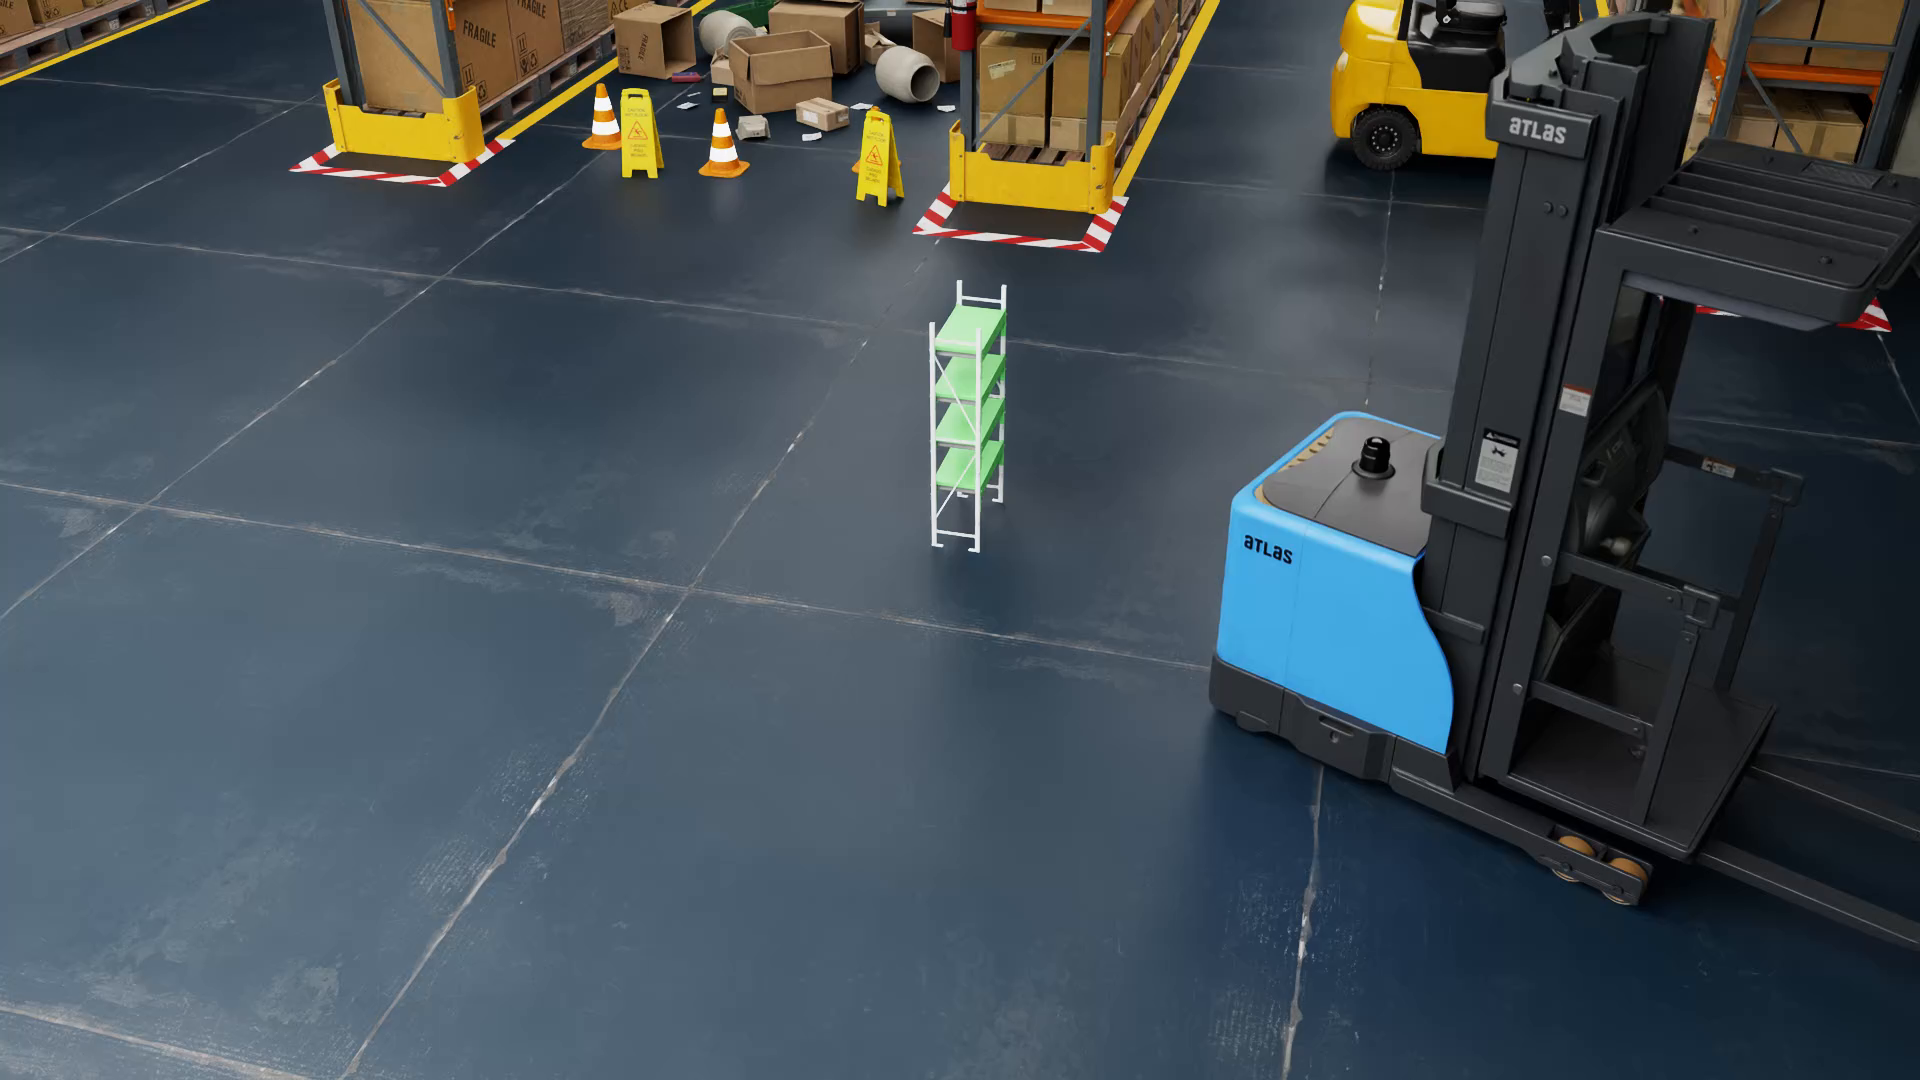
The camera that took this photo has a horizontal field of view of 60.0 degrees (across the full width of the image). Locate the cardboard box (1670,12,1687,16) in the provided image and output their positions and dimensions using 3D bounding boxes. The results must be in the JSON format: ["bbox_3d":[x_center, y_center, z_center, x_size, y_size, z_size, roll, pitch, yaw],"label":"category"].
[{"bbox_3d":[5.637,-3.833,12.723,0.500,0.250,0.500,9,34,14],"label":"cardboard box"}]

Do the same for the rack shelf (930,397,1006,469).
[{"bbox_3d":[0.042,-0.538,8.098,0.258,0.148,0.480,8,33,12],"label":"rack shelf"}]

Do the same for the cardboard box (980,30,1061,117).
[{"bbox_3d":[0.452,-3.509,12.447,0.500,0.500,0.500,8,33,13],"label":"cardboard box"}]

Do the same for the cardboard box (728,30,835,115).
[{"bbox_3d":[-1.503,-3.927,13.959,0.797,0.503,0.637,-14,35,-21],"label":"cardboard box"}]

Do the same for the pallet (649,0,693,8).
[{"bbox_3d":[-3.175,-5.656,16.950,1.003,0.211,1.213,8,33,12],"label":"pallet"}]

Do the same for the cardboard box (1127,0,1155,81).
[{"bbox_3d":[1.242,-3.982,13.191,0.500,0.500,0.500,9,33,13],"label":"cardboard box"}]

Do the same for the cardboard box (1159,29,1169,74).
[{"bbox_3d":[1.500,-4.196,14.226,0.500,0.250,0.500,7,33,11],"label":"cardboard box"}]

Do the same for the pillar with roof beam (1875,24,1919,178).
[{"bbox_3d":[2.187,-6.407,9.941,9.100,9.000,0.400,8,33,12],"label":"pillar with roof beam"}]

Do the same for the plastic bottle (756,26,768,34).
[{"bbox_3d":[-1.908,-4.833,15.795,0.133,0.061,0.283,-8,33,-13],"label":"plastic bottle"}]

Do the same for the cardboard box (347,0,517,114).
[{"bbox_3d":[-4.205,-3.988,13.316,0.875,0.875,0.875,8,33,13],"label":"cardboard box"}]

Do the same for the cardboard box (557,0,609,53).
[{"bbox_3d":[-3.750,-4.917,14.778,0.875,0.875,0.875,8,33,13],"label":"cardboard box"}]

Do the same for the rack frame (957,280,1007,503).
[{"bbox_3d":[0.104,-0.719,8.262,0.240,1.200,0.015,8,33,12],"label":"rack frame"}]

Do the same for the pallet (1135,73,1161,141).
[{"bbox_3d":[1.072,-3.635,13.771,1.003,0.211,1.213,8,33,12],"label":"pallet"}]

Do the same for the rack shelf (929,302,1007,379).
[{"bbox_3d":[0.042,-0.943,7.840,0.258,0.148,0.480,8,33,12],"label":"rack shelf"}]

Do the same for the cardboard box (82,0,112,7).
[{"bbox_3d":[-8.430,-5.439,15.948,0.500,0.500,0.500,5,33,8],"label":"cardboard box"}]

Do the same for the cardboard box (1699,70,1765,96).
[{"bbox_3d":[5.242,-3.037,11.470,0.500,0.250,0.500,9,33,13],"label":"cardboard box"}]

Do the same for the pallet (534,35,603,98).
[{"bbox_3d":[-3.874,-4.226,14.701,1.003,0.211,1.213,8,33,12],"label":"pallet"}]

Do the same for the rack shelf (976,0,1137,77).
[{"bbox_3d":[1.008,-4.459,13.138,1.077,0.370,4.000,8,33,12],"label":"rack shelf"}]

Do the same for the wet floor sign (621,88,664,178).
[{"bbox_3d":[-2.405,-3.068,12.474,0.267,0.644,0.232,3,33,4],"label":"wet floor sign"}]

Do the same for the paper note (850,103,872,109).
[{"bbox_3d":[-0.824,-3.649,13.972,0.148,0.019,0.142,20,38,29],"label":"paper note"}]

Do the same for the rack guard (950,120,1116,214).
[{"bbox_3d":[0.520,-2.709,12.046,1.175,0.500,0.348,8,33,12],"label":"rack guard"}]

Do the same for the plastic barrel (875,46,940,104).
[{"bbox_3d":[-0.440,-3.915,14.014,0.421,0.421,0.512,-21,38,-29],"label":"plastic barrel"}]

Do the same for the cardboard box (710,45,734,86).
[{"bbox_3d":[-1.953,-4.125,14.492,0.396,0.266,0.258,14,35,21],"label":"cardboard box"}]

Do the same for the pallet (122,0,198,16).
[{"bbox_3d":[-8.206,-5.619,16.893,1.003,0.211,1.213,8,33,12],"label":"pallet"}]

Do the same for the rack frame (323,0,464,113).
[{"bbox_3d":[-4.313,-4.346,12.290,1.000,3.000,0.127,8,33,12],"label":"rack frame"}]

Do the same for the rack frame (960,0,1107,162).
[{"bbox_3d":[0.500,-3.725,11.313,1.000,3.000,0.127,8,33,12],"label":"rack frame"}]

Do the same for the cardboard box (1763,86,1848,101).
[{"bbox_3d":[5.731,-2.973,11.370,0.500,0.250,0.500,8,33,12],"label":"cardboard box"}]

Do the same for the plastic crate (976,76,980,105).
[{"bbox_3d":[0.324,-3.865,14.255,0.402,0.080,0.583,-3,33,-4],"label":"plastic crate"}]

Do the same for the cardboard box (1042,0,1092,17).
[{"bbox_3d":[0.787,-3.767,11.613,0.380,0.149,0.250,8,33,13],"label":"cardboard box"}]

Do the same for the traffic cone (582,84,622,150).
[{"bbox_3d":[-2.805,-3.358,13.100,0.336,0.463,0.334,8,33,12],"label":"traffic cone"}]

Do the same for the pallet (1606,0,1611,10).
[{"bbox_3d":[7.086,-5.603,16.868,1.003,0.211,1.213,8,33,12],"label":"pallet"}]

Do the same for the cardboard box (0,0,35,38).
[{"bbox_3d":[-8.792,-4.833,14.995,0.500,0.500,0.500,17,36,25],"label":"cardboard box"}]

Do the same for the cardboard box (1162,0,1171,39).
[{"bbox_3d":[1.498,-4.526,14.046,0.500,0.500,0.500,9,33,13],"label":"cardboard box"}]

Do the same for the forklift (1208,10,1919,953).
[{"bbox_3d":[2.529,-0.217,5.860,3.031,2.935,1.130,23,39,31],"label":"forklift"}]

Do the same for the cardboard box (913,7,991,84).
[{"bbox_3d":[-0.073,-4.376,14.665,0.500,0.500,0.500,-21,38,-29],"label":"cardboard box"}]

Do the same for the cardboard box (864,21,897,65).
[{"bbox_3d":[-0.767,-4.516,15.106,0.258,0.266,0.396,-14,35,-21],"label":"cardboard box"}]

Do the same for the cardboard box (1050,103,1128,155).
[{"bbox_3d":[0.973,-3.122,12.537,0.500,0.250,0.500,8,33,12],"label":"cardboard box"}]

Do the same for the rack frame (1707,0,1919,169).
[{"bbox_3d":[5.303,-3.051,10.253,1.000,3.000,0.127,8,33,12],"label":"rack frame"}]

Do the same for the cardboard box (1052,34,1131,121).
[{"bbox_3d":[0.978,-3.451,12.355,0.500,0.500,0.500,7,33,11],"label":"cardboard box"}]

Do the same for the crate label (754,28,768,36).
[{"bbox_3d":[-1.918,-4.649,15.435,0.298,0.136,0.250,-14,35,-21],"label":"crate label"}]

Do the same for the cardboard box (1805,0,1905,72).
[{"bbox_3d":[5.697,-3.312,10.571,0.500,0.500,0.500,9,34,14],"label":"cardboard box"}]

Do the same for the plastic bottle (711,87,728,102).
[{"bbox_3d":[-2.047,-3.804,14.177,0.133,0.061,0.283,-3,33,-4],"label":"plastic bottle"}]

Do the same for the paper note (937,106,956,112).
[{"bbox_3d":[-0.112,-3.618,13.912,0.142,0.019,0.148,-3,33,-4],"label":"paper note"}]

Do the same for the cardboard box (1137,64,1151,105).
[{"bbox_3d":[1.236,-3.671,13.400,0.500,0.250,0.500,10,34,16],"label":"cardboard box"}]

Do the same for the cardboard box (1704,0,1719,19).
[{"bbox_3d":[5.314,-3.652,11.106,0.500,0.500,0.500,9,34,14],"label":"cardboard box"}]

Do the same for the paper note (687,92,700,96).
[{"bbox_3d":[-2.279,-3.819,14.248,0.032,0.001,0.123,28,42,36],"label":"paper note"}]

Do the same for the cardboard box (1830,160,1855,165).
[{"bbox_3d":[5.623,-2.494,11.083,0.500,0.250,0.500,9,33,13],"label":"cardboard box"}]

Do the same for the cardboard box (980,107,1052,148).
[{"bbox_3d":[0.451,-3.210,12.675,0.500,0.250,0.500,8,33,12],"label":"cardboard box"}]

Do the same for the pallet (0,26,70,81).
[{"bbox_3d":[-8.825,-4.353,14.901,1.003,0.211,1.213,8,33,12],"label":"pallet"}]

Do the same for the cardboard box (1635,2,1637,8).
[{"bbox_3d":[6.644,-4.975,15.103,0.875,0.625,0.625,8,33,12],"label":"cardboard box"}]

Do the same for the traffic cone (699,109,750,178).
[{"bbox_3d":[-1.798,-3.027,12.581,0.336,0.463,0.334,8,33,12],"label":"traffic cone"}]

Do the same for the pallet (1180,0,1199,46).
[{"bbox_3d":[1.712,-5.028,15.962,1.003,0.211,1.213,8,33,12],"label":"pallet"}]

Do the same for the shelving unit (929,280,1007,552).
[{"bbox_3d":[0.042,-0.592,8.063,0.258,1.200,0.503,8,33,12],"label":"shelving unit"}]
